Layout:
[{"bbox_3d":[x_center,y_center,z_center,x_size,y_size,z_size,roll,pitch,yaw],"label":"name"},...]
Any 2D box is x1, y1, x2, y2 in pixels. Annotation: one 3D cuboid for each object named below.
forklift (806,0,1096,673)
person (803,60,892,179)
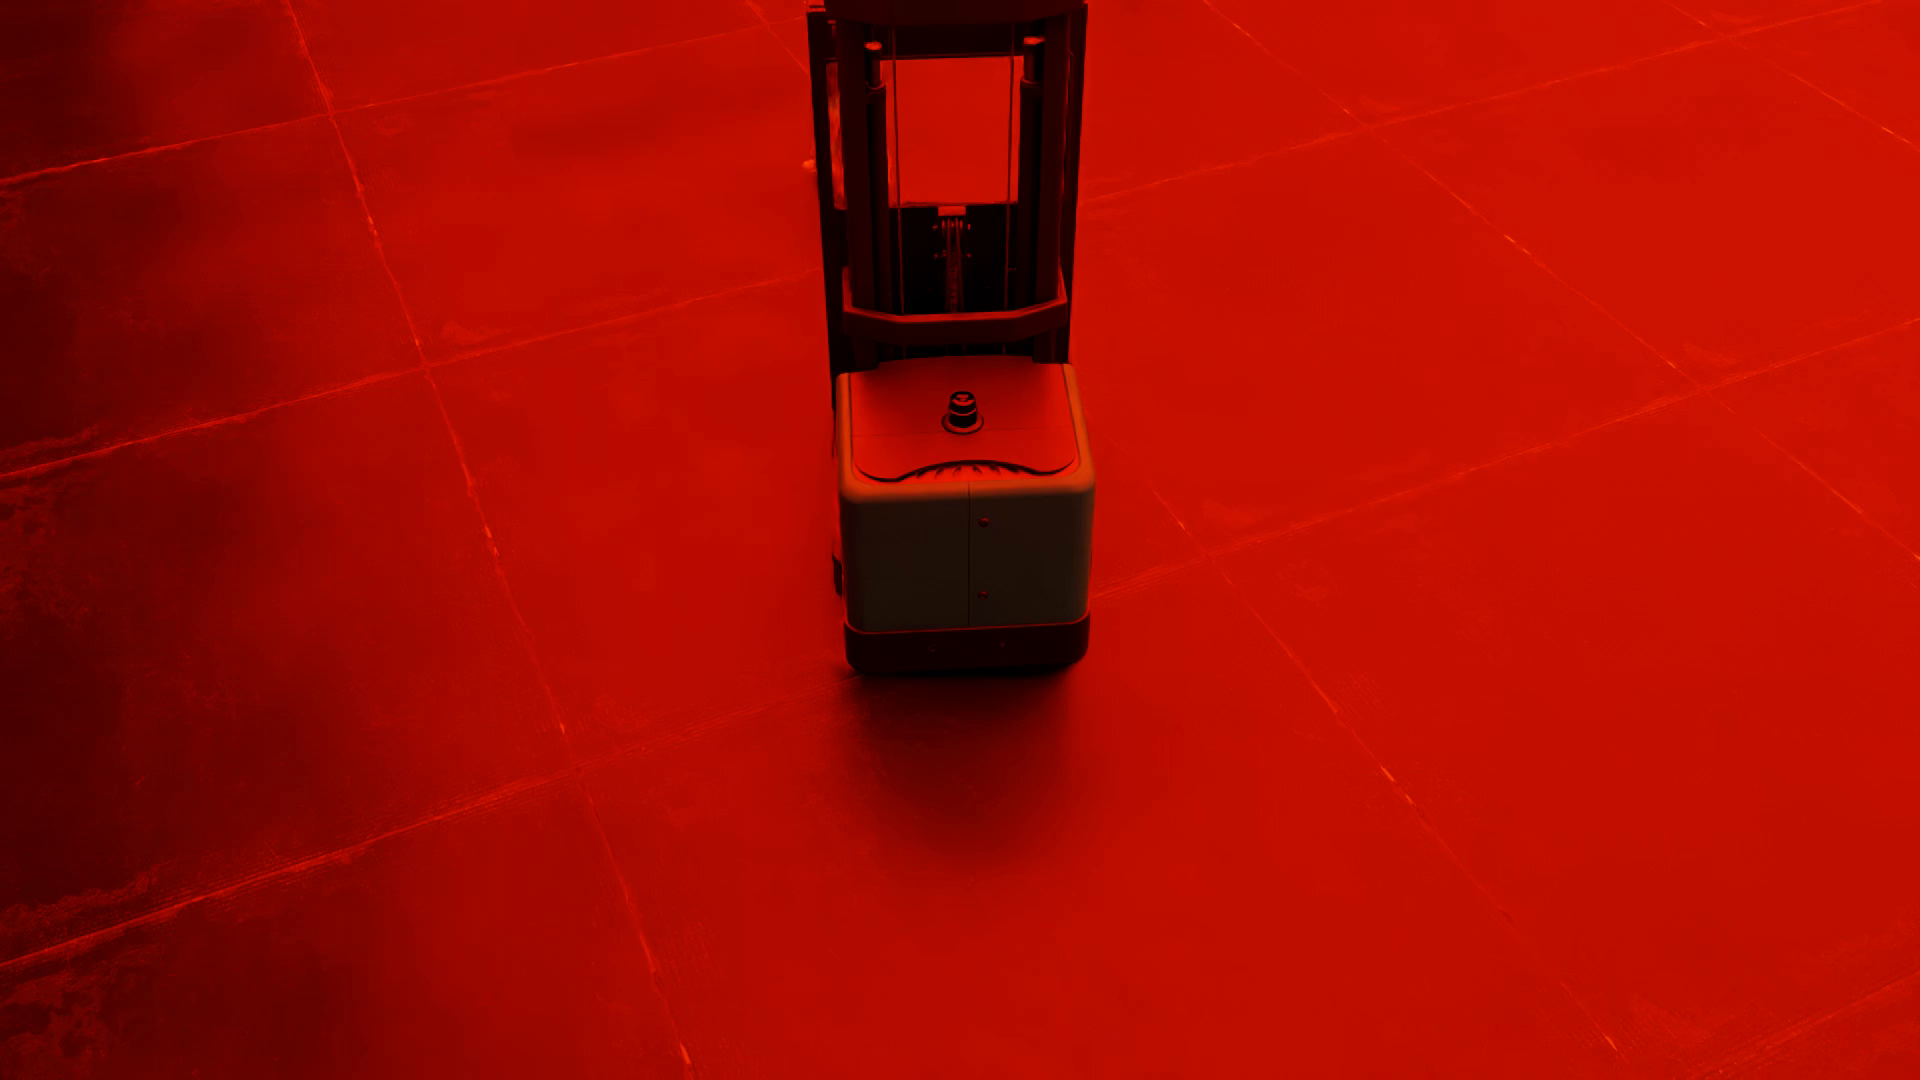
[{"bbox_3d":[-0.069,-1.501,7.288,1.130,2.935,3.031,-3,43,-3],"label":"forklift"},{"bbox_3d":[-0.653,-2.889,9.747,0.525,1.705,0.507,-23,48,-22],"label":"person"}]
